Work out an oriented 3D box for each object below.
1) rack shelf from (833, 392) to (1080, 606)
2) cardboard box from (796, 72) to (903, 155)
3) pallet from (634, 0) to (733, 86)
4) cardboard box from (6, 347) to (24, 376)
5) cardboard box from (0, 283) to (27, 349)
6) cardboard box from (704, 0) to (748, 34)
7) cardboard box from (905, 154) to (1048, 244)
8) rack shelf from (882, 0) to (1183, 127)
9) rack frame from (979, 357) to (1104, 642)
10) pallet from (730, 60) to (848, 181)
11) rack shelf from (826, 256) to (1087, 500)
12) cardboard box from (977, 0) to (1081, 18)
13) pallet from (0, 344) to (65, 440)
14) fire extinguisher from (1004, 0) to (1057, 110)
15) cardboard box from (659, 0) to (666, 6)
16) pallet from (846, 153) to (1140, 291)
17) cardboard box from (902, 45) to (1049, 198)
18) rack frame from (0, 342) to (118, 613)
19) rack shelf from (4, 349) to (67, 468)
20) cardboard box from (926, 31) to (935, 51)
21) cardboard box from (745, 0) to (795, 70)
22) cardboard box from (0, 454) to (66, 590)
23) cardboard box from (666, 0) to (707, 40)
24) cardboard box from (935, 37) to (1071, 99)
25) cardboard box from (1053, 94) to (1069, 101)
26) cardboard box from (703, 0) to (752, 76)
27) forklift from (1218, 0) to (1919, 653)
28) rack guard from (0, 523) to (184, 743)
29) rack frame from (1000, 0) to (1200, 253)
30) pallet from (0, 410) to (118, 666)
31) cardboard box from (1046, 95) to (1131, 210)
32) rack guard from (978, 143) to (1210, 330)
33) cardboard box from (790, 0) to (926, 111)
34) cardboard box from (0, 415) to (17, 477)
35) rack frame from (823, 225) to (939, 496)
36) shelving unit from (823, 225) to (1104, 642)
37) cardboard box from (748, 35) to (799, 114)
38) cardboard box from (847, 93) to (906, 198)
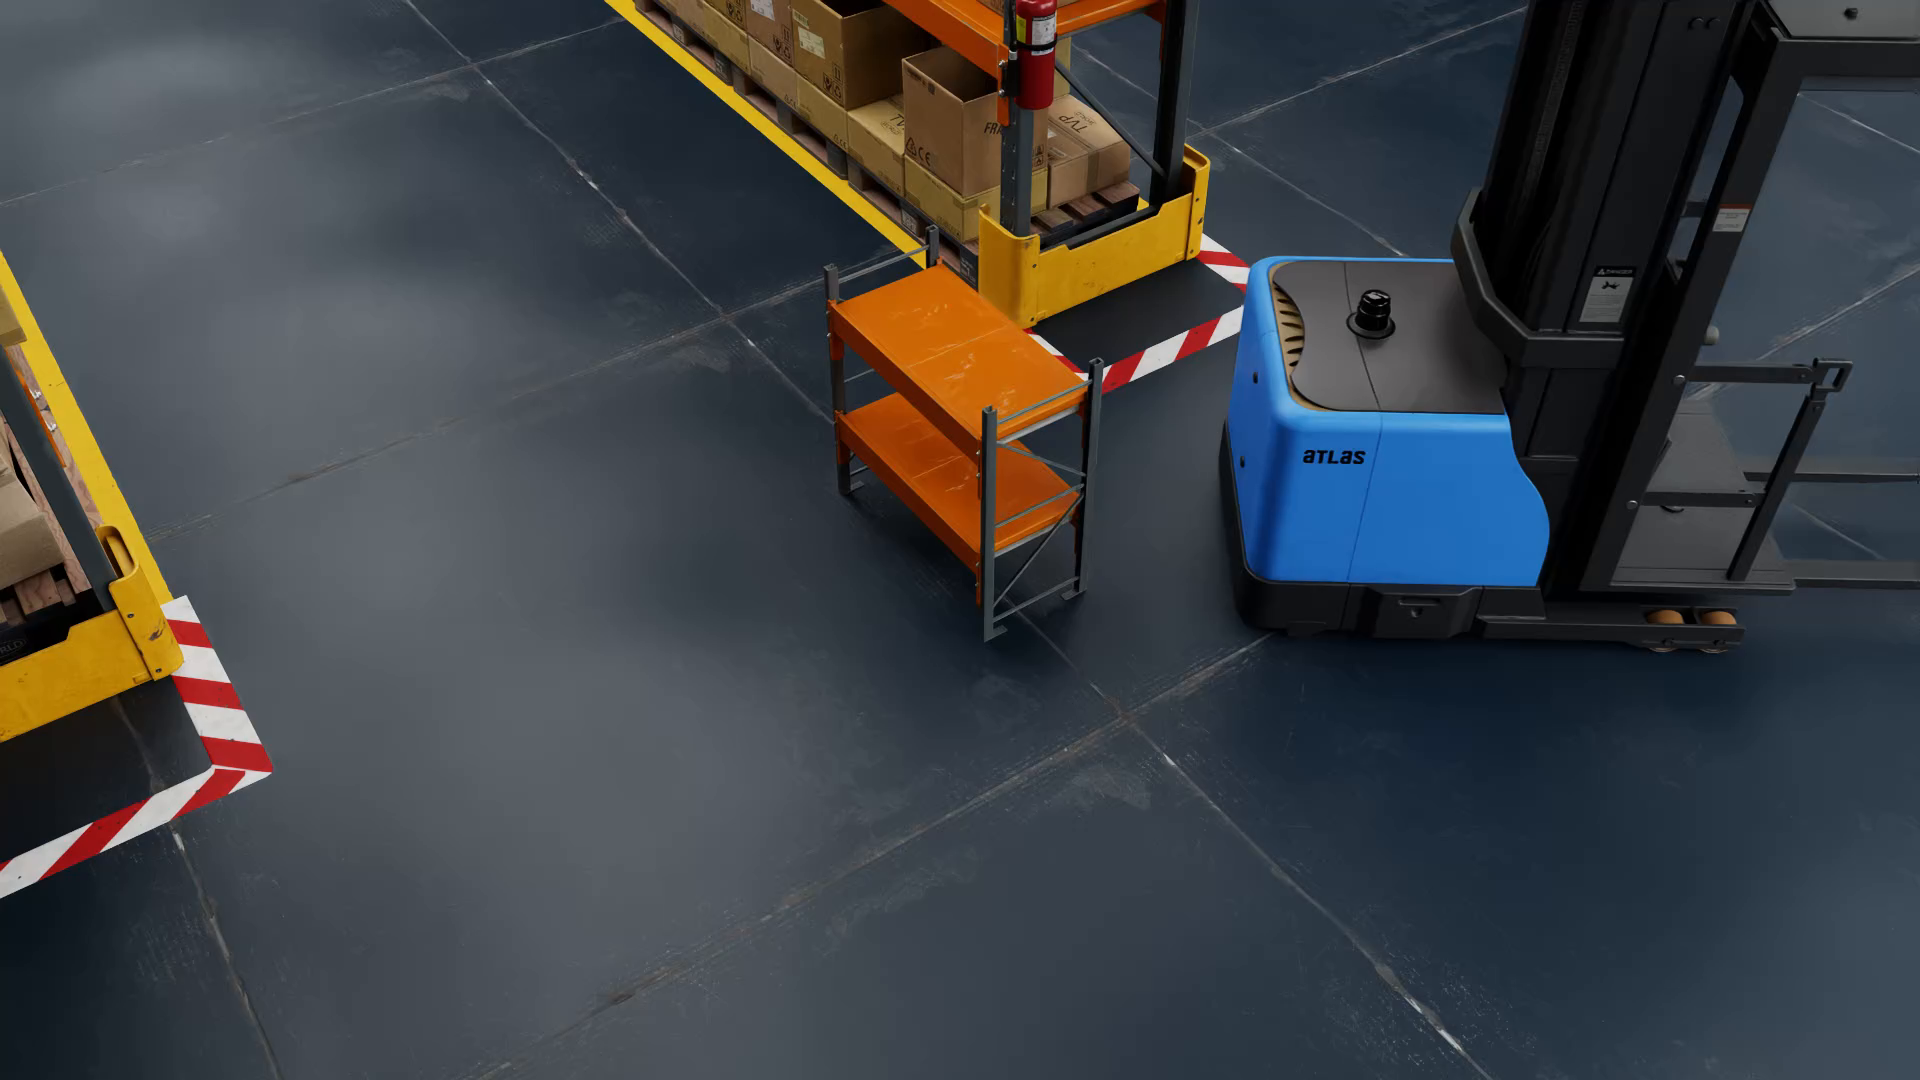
[{"bbox_3d":[-0.004,-0.234,6.534,0.538,0.278,1.000,-26,49,-24],"label":"rack shelf"},{"bbox_3d":[-0.508,-2.297,8.671,0.500,0.250,0.500,-26,49,-24],"label":"cardboard box"},{"bbox_3d":[-1.243,-3.181,9.929,1.003,0.211,1.213,-26,49,-24],"label":"pallet"},{"bbox_3d":[-4.463,-0.873,6.984,0.700,0.500,0.500,-29,51,-27],"label":"cardboard box"},{"bbox_3d":[-3.455,-0.787,5.496,0.500,0.250,0.500,-27,50,-26],"label":"cardboard box"},{"bbox_3d":[-1.083,-3.133,9.003,0.500,0.500,0.500,-26,49,-24],"label":"cardboard box"},{"bbox_3d":[0.076,-1.736,8.083,0.500,0.250,0.500,-26,49,-24],"label":"cardboard box"},{"bbox_3d":[-0.519,-3.264,8.518,1.077,0.370,4.000,-26,49,-24],"label":"rack shelf"},{"bbox_3d":[0.287,-0.123,6.064,0.500,1.125,0.032,-26,49,-24],"label":"rack frame"},{"bbox_3d":[-0.541,-2.490,9.205,1.003,0.211,1.213,-26,49,-24],"label":"pallet"},{"bbox_3d":[-0.004,-0.622,6.163,0.538,0.278,1.000,-26,49,-24],"label":"rack shelf"},{"bbox_3d":[0.368,-2.697,7.330,0.700,0.500,0.500,-26,49,-24],"label":"cardboard box"},{"bbox_3d":[-4.609,-0.631,7.258,1.003,0.211,1.213,-26,49,-24],"label":"pallet"},{"bbox_3d":[0.312,-2.113,6.847,0.296,0.674,0.183,-26,49,-24],"label":"fire extinguisher"},{"bbox_3d":[-1.647,-3.432,9.860,0.500,0.250,0.500,-26,49,-24],"label":"cardboard box"},{"bbox_3d":[0.153,-1.799,8.482,1.003,0.211,1.213,-26,49,-24],"label":"pallet"},{"bbox_3d":[0.074,-2.006,7.823,0.500,0.500,0.500,-26,49,-24],"label":"cardboard box"},{"bbox_3d":[-3.436,-0.432,5.031,1.000,3.000,0.127,-26,49,-24],"label":"rack frame"},{"bbox_3d":[-4.580,-1.305,6.466,1.077,0.370,4.000,-26,49,-24],"label":"rack shelf"},{"bbox_3d":[-0.084,-2.772,8.626,0.500,0.500,0.500,-26,49,-24],"label":"cardboard box"},{"bbox_3d":[-0.795,-2.850,8.708,0.500,0.500,0.500,-26,49,-24],"label":"cardboard box"},{"bbox_3d":[-3.758,-0.046,6.255,0.500,0.311,0.500,-31,52,-29],"label":"cardboard box"},{"bbox_3d":[-1.365,-3.147,9.561,0.500,0.250,0.500,-26,49,-24],"label":"cardboard box"},{"bbox_3d":[0.213,-2.494,8.334,0.500,0.500,0.500,-26,49,-24],"label":"cardboard box"},{"bbox_3d":[0.211,-2.222,8.592,0.500,0.250,0.500,-26,49,-24],"label":"cardboard box"},{"bbox_3d":[-1.083,-2.861,9.262,0.500,0.250,0.500,-26,49,-24],"label":"cardboard box"},{"bbox_3d":[2.586,-1.007,5.683,3.031,2.935,1.130,1,44,1],"label":"forklift"},{"bbox_3d":[-3.479,0.429,5.939,1.175,0.500,0.348,-26,49,-24],"label":"rack guard"},{"bbox_3d":[0.625,-2.391,7.083,1.000,3.000,0.127,-26,49,-24],"label":"rack frame"},{"bbox_3d":[-3.915,0.059,6.535,1.003,0.211,1.213,-26,49,-24],"label":"pallet"},{"bbox_3d":[0.501,-1.940,8.297,0.500,0.250,0.500,-26,49,-24],"label":"cardboard box"},{"bbox_3d":[0.639,-1.474,7.932,1.175,0.500,0.348,-26,49,-24],"label":"rack guard"},{"bbox_3d":[-0.510,-2.567,8.410,0.500,0.500,0.500,-26,49,-24],"label":"cardboard box"},{"bbox_3d":[-4.084,-0.369,6.593,0.500,0.311,0.500,-22,48,-21],"label":"cardboard box"},{"bbox_3d":[-0.295,-0.699,6.667,0.500,1.125,0.032,-26,49,-24],"label":"rack frame"},{"bbox_3d":[-0.004,-0.411,6.366,0.538,1.125,1.048,-26,49,-24],"label":"shelving unit"},{"bbox_3d":[-0.792,-2.581,8.968,0.500,0.250,0.500,-26,49,-24],"label":"cardboard box"},{"bbox_3d":[-0.220,-2.014,8.375,0.500,0.250,0.500,-26,49,-24],"label":"cardboard box"}]
